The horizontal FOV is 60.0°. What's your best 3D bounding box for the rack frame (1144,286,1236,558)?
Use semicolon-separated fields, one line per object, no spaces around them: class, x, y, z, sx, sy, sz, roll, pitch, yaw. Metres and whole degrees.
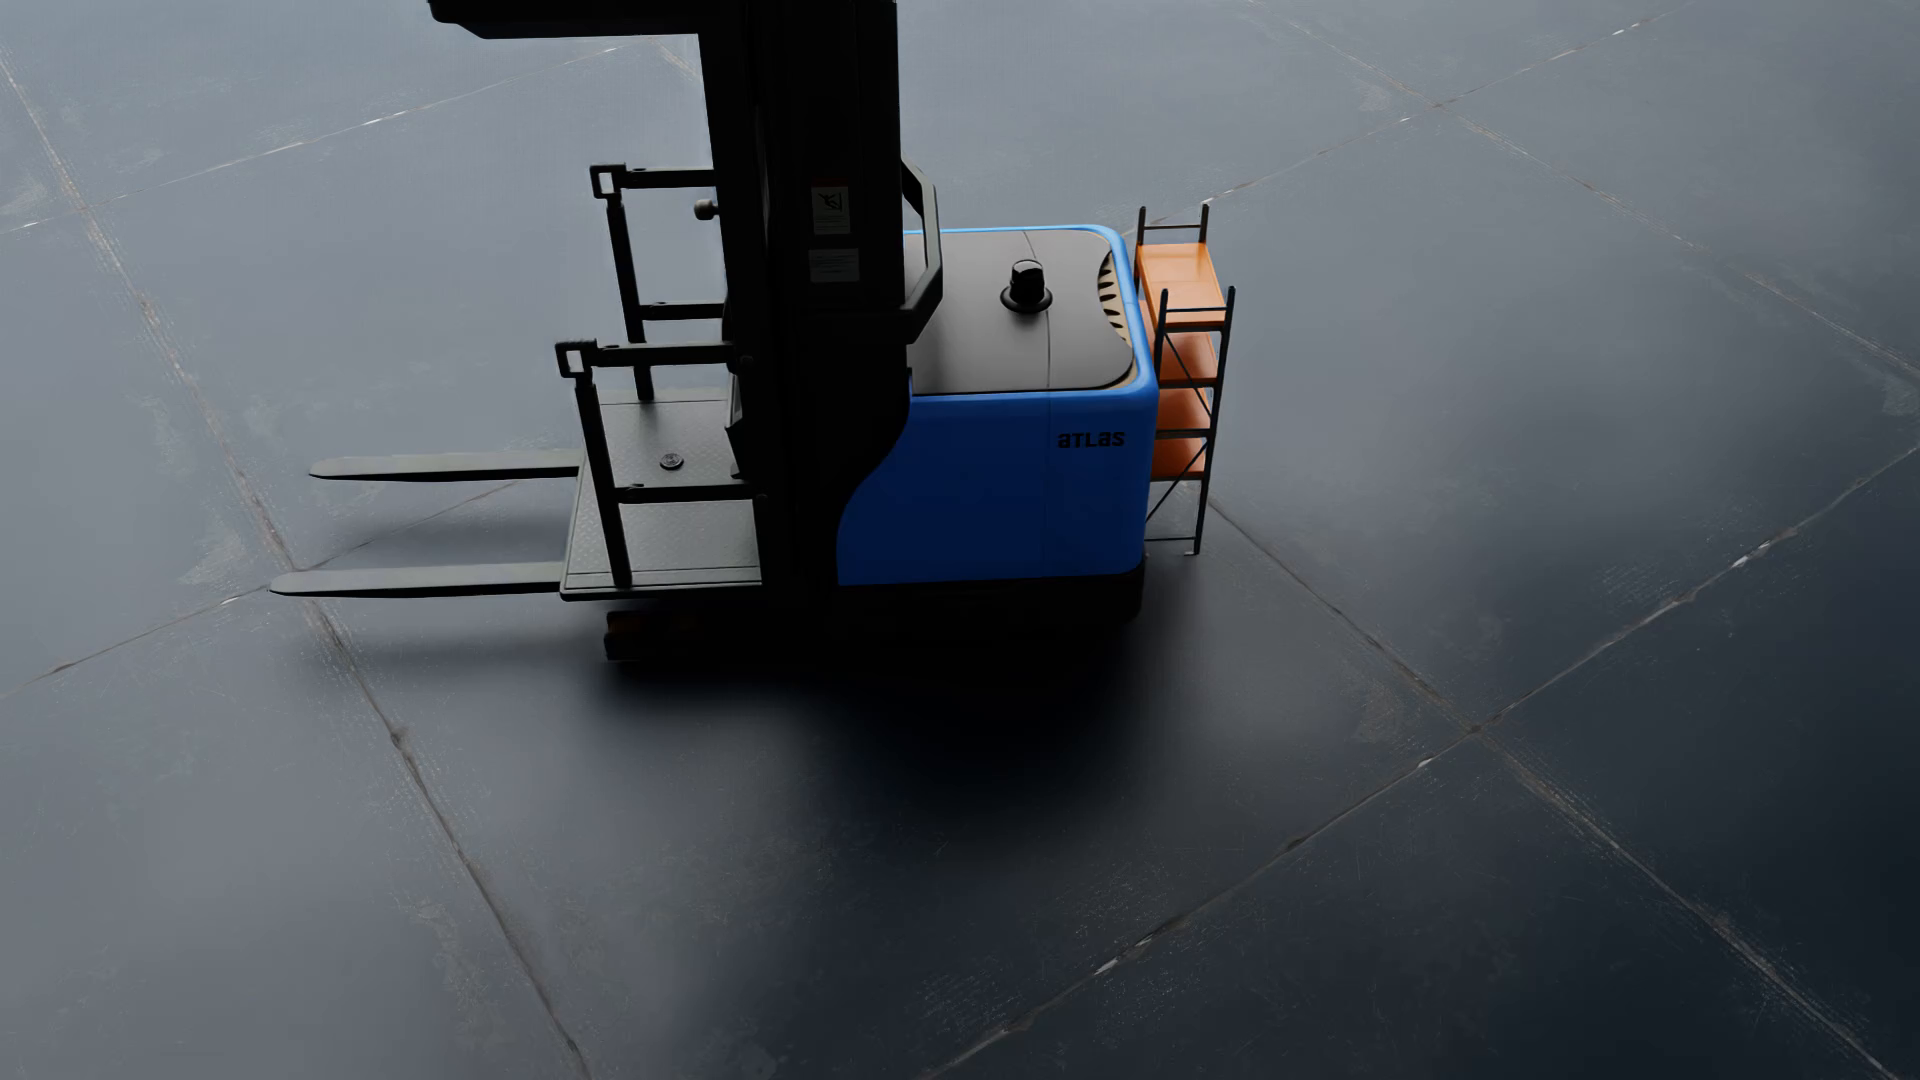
rack frame;0.770;-0.378;5.777;0.240;1.200;0.015;-3;44;-3

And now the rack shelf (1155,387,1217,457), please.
rack shelf;0.754;-0.497;5.999;0.258;0.148;0.480;-3;44;-3

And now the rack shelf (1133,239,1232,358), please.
rack shelf;0.754;-0.830;5.681;0.258;0.148;0.480;-3;44;-3

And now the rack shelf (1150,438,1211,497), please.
rack shelf;0.754;-0.353;6.136;0.258;0.148;0.480;-3;44;-3

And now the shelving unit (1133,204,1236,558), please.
shelving unit;0.754;-0.546;5.953;0.258;1.200;0.503;-3;44;-3

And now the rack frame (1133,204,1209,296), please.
rack frame;0.737;-0.714;6.129;0.240;1.200;0.015;-3;44;-3

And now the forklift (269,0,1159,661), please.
forklift;-0.895;-1.014;5.189;3.031;2.935;1.130;-2;44;-2

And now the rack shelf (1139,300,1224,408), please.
rack shelf;0.754;-0.659;5.845;0.258;0.148;0.480;-3;44;-3
